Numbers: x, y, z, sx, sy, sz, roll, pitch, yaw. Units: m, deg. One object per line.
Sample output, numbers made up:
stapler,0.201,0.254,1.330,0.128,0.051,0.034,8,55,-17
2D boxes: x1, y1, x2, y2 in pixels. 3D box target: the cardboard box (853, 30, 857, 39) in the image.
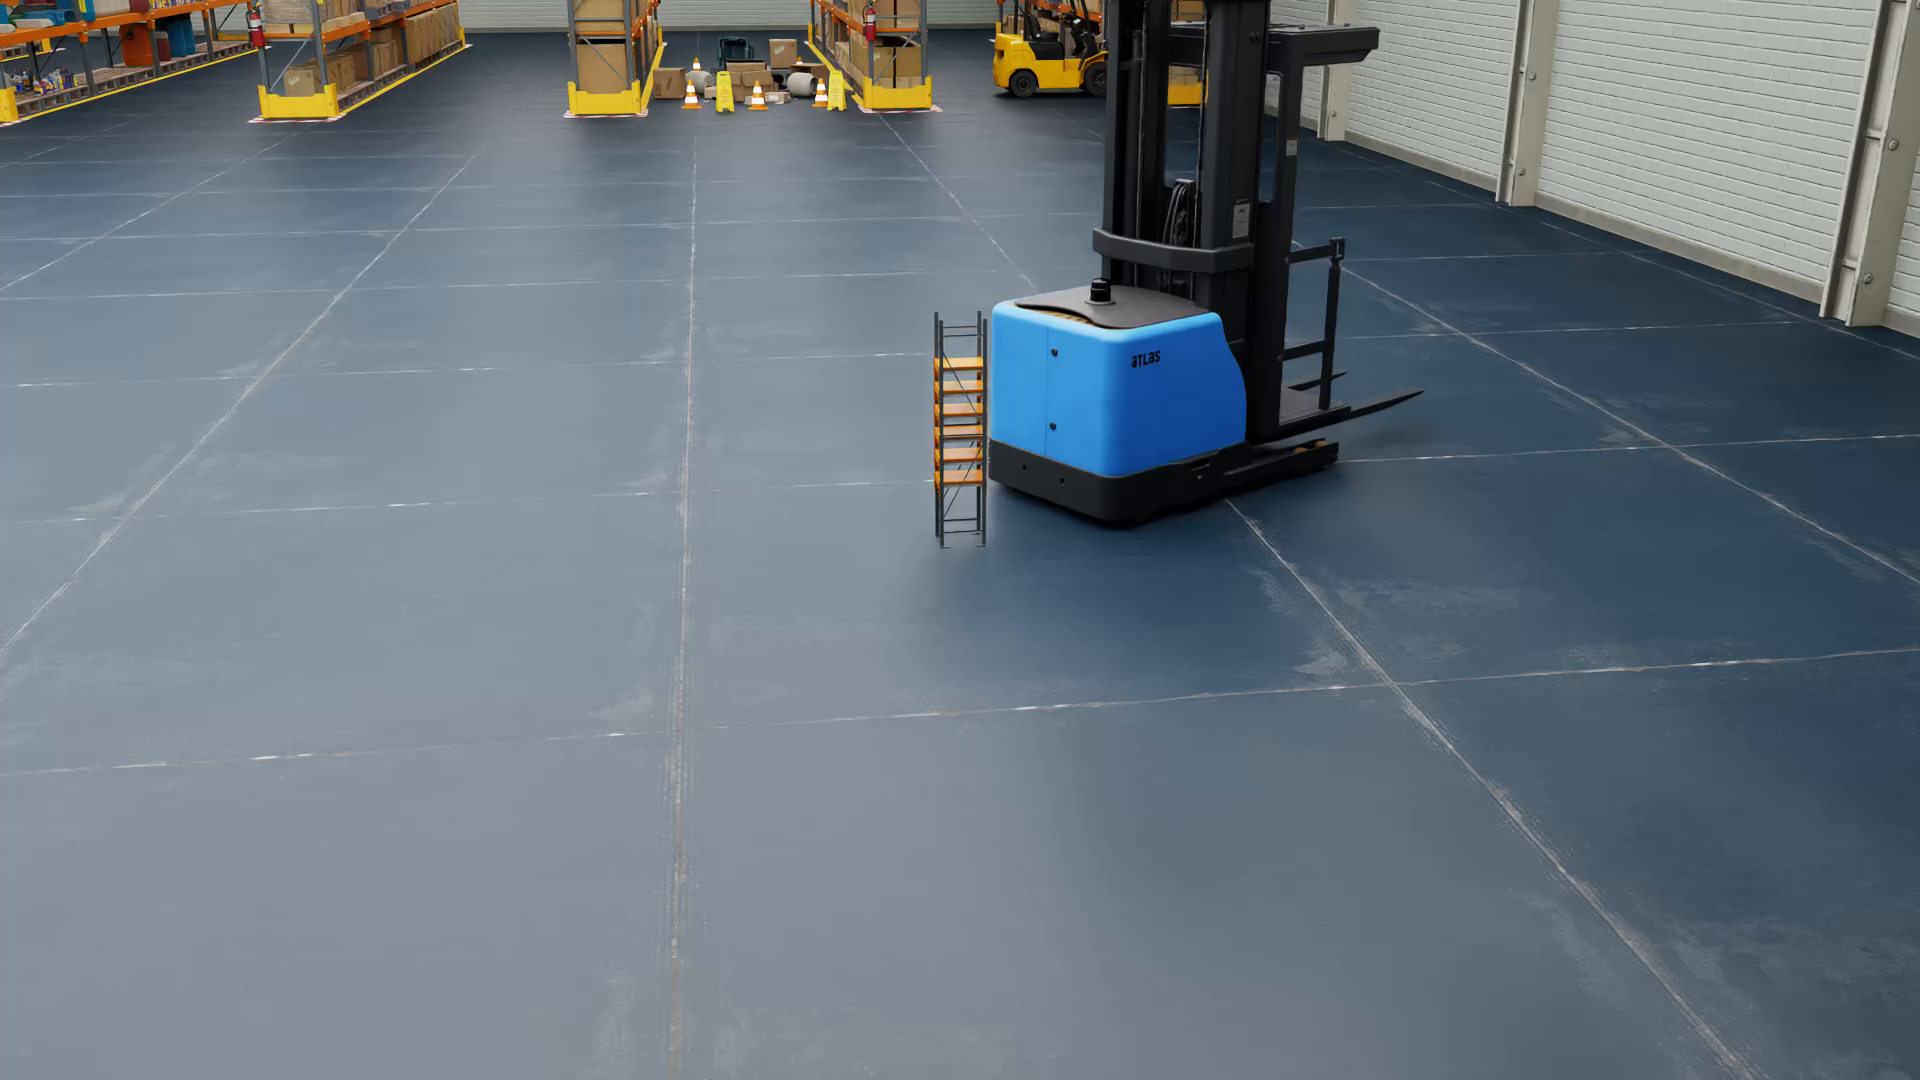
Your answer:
cardboard box,-1.792,-9.389,30.899,0.380,0.149,0.250,-2,21,-6

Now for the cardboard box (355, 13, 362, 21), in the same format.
cardboard box,-11.102,-9.503,30.232,0.380,0.149,0.250,-3,21,-8

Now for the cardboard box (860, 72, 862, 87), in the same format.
cardboard box,-1.517,-8.237,29.813,0.500,0.250,0.500,-3,21,-8

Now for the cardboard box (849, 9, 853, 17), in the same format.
cardboard box,-1.916,-10.024,31.628,0.380,0.149,0.250,-3,21,-8

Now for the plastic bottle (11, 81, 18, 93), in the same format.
plastic bottle,-16.417,-7.857,28.836,0.097,0.201,0.097,0,20,0

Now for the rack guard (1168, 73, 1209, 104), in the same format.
rack guard,3.847,-7.955,29.300,1.175,0.500,0.348,-3,21,-8

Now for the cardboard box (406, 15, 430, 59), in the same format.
cardboard box,-12.227,-10.903,36.057,1.225,0.875,0.875,-3,21,-8

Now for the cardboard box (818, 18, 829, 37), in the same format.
cardboard box,-3.180,-13.195,42.820,0.875,0.438,0.875,-4,21,-10

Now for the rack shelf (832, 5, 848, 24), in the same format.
rack shelf,-1.932,-10.623,33.899,1.077,0.370,4.000,-3,21,-8

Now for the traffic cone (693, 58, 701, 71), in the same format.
traffic cone,-5.227,-9.335,33.048,0.336,0.463,0.334,-3,21,-8

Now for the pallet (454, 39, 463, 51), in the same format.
pallet,-12.988,-12.343,41.462,1.003,0.211,1.213,-3,21,-8

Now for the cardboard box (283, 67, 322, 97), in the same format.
cardboard box,-10.947,-7.625,27.818,0.500,0.500,0.500,1,20,2

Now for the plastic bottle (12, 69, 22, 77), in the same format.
plastic bottle,-16.619,-8.117,29.319,0.144,0.351,0.185,-4,21,-10

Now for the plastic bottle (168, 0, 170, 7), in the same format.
plastic bottle,-16.827,-11.450,35.269,0.097,0.271,0.097,0,20,0

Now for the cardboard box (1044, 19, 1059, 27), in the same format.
cardboard box,2.153,-12.032,38.689,0.380,0.149,0.250,-2,21,-6

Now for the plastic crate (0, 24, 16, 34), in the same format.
plastic crate,-15.586,-8.335,27.123,0.298,0.136,0.250,-3,21,-8

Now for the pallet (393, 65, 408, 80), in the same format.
pallet,-11.916,-9.576,34.052,1.003,0.211,1.213,-3,21,-8

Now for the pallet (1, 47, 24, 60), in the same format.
pallet,-22.684,-11.394,38.921,1.003,0.211,1.213,-3,21,-8

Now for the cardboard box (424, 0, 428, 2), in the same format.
cardboard box,-12.202,-12.264,37.123,0.500,0.500,0.500,-2,21,-6

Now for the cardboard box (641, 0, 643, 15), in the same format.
cardboard box,-6.411,-10.400,32.131,0.500,0.500,0.500,-3,21,-7

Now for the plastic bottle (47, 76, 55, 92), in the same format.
plastic bottle,-15.821,-7.928,28.926,0.097,0.271,0.097,0,20,0

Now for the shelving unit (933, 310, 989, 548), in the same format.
shelving unit,0.002,-0.557,8.493,0.258,1.200,0.189,-3,21,-8

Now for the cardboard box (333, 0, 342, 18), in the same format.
cardboard box,-11.207,-9.277,28.699,0.875,0.500,0.500,-3,21,-8

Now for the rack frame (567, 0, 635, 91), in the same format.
rack frame,-5.951,-8.598,27.449,1.000,3.000,0.127,-3,21,-8

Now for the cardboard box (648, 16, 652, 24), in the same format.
cardboard box,-7.323,-11.885,38.150,0.500,0.250,0.500,-3,21,-9

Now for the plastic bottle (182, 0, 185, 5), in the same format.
plastic bottle,-17.003,-11.808,36.222,0.152,0.276,0.135,-3,21,-8

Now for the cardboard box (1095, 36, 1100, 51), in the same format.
cardboard box,3.181,-9.783,33.417,0.875,0.625,0.625,-2,21,-5

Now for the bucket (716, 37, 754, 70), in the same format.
bucket,-4.227,-9.231,31.649,0.726,0.611,0.620,4,11,11

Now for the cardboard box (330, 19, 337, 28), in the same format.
cardboard box,-10.866,-8.808,28.371,0.380,0.149,0.250,-3,21,-8

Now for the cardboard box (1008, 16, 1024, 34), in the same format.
cardboard box,1.617,-13.185,42.703,0.700,0.500,0.500,-2,21,-6

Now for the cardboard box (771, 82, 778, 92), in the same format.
cardboard box,-3.650,-8.596,31.353,0.396,0.266,0.258,17,27,39

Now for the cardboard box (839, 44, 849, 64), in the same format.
cardboard box,-2.035,-10.167,34.805,0.950,0.372,0.625,-3,21,-9

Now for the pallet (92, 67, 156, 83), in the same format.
pallet,-16.855,-9.326,33.385,1.003,0.211,1.213,-3,21,-8

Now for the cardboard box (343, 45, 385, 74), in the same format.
cardboard box,-11.649,-9.376,32.477,0.700,0.500,0.500,-5,21,-12

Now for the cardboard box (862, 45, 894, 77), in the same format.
cardboard box,-1.441,-8.407,29.195,0.500,0.500,0.500,-3,21,-7

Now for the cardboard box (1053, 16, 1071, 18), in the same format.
cardboard box,2.453,-12.506,39.957,0.380,0.149,0.250,-4,21,-10

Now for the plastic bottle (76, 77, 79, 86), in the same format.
plastic bottle,-15.991,-8.303,30.031,0.097,0.201,0.097,0,20,0

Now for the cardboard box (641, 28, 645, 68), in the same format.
cardboard box,-6.976,-9.993,33.799,1.050,0.750,0.750,-3,21,-7

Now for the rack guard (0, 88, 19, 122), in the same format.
rack guard,-15.833,-6.986,26.706,1.175,0.500,0.348,-3,21,-8

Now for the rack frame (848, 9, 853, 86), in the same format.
rack frame,-1.644,-10.267,31.919,1.000,3.000,0.127,-3,21,-8

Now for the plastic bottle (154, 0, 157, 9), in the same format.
plastic bottle,-16.673,-11.130,34.396,0.061,0.283,0.133,-3,21,-8

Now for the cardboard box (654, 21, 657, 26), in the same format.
cardboard box,-7.788,-12.934,41.682,0.380,0.149,0.250,-3,21,-9

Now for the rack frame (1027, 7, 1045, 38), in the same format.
rack frame,2.114,-13.289,40.009,1.000,3.000,0.127,-3,21,-8

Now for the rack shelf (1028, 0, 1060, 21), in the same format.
rack shelf,2.402,-12.259,38.281,1.077,0.370,4.000,-3,21,-8

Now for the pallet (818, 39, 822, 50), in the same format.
pallet,-3.009,-12.421,41.672,1.003,0.211,1.213,-3,21,-8

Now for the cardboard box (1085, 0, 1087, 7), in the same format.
cardboard box,2.817,-10.957,33.981,0.500,0.250,0.500,-3,21,-7

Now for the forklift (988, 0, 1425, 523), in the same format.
forklift,1.611,-1.874,9.545,3.031,2.935,1.130,-17,26,-37

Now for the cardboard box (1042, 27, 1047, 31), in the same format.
cardboard box,2.184,-11.599,38.457,0.500,0.500,0.500,-4,21,-10

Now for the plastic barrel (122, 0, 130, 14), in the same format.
plastic barrel,-16.569,-10.610,32.676,0.421,0.512,0.421,0,20,0

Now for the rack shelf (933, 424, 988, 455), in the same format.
rack shelf,0.002,-0.515,8.508,0.258,0.103,0.180,-3,21,-8

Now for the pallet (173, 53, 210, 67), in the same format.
pallet,-17.435,-10.712,37.095,1.003,0.211,1.213,-3,21,-8

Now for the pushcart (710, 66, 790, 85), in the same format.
pushcart,-3.893,-8.907,32.024,1.648,0.377,0.936,-11,23,-26

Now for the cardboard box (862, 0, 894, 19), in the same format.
cardboard box,-1.418,-9.243,28.608,0.500,0.500,0.500,-3,21,-9

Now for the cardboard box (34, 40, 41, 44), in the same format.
cardboard box,-22.662,-12.283,40.260,0.500,0.500,0.500,-3,21,-8

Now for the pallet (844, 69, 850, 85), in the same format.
pallet,-1.758,-9.231,33.129,1.003,0.211,1.213,-3,21,-8
